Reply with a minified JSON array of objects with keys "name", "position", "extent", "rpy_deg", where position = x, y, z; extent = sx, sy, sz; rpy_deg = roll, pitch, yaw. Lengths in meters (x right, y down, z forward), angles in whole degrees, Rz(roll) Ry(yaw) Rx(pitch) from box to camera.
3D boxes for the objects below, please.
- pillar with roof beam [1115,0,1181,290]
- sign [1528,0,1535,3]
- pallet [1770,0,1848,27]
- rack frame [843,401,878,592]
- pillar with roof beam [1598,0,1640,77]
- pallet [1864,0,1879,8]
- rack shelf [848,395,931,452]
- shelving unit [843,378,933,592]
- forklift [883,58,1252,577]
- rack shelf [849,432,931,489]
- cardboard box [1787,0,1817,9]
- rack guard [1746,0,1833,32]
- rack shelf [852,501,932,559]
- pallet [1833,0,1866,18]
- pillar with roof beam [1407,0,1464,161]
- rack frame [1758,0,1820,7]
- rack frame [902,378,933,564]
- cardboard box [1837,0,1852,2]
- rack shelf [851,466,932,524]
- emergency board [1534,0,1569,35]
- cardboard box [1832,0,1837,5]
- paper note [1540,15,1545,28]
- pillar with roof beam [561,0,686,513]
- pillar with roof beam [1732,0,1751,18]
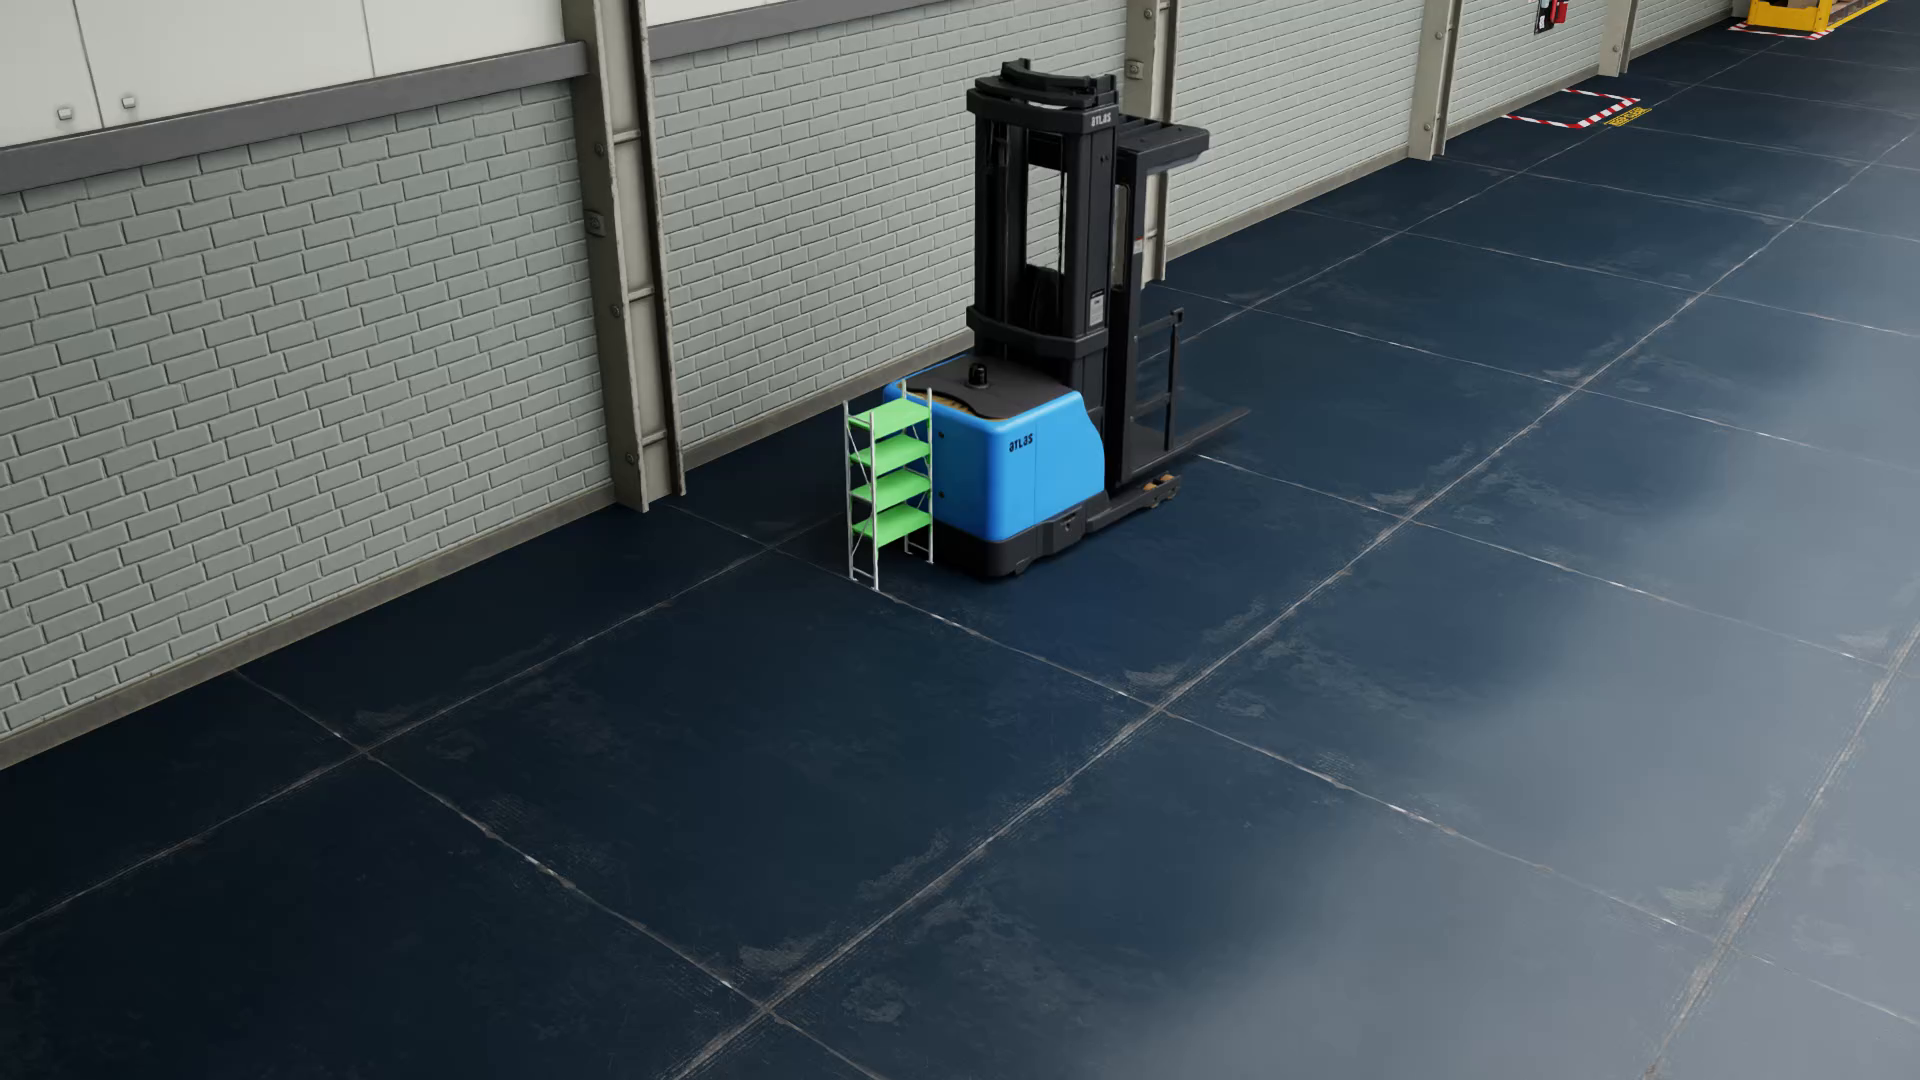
[{"name":"pillar with roof beam","position":[5.004,-5.163,11.069],"extent":[9.100,9.000,0.400],"rpy_deg":[21,34,34]},{"name":"sign","position":[7.282,-6.997,21.103],"extent":[0.001,0.329,0.234],"rpy_deg":[21,34,34]},{"name":"pallet","position":[13.946,-8.704,27.477],"extent":[1.003,0.211,1.213],"rpy_deg":[21,34,34]},{"name":"rack frame","position":[-0.599,-0.253,10.066],"extent":[0.240,1.200,0.015],"rpy_deg":[23,35,37]},{"name":"pillar with roof beam","position":[12.637,-9.418,19.294],"extent":[9.100,9.000,0.400],"rpy_deg":[21,34,34]},{"name":"pallet","position":[15.498,-9.569,29.150],"extent":[1.003,0.211,1.213],"rpy_deg":[21,34,34]},{"name":"rack shelf","position":[-0.432,-0.705,10.033],"extent":[0.258,0.148,0.480],"rpy_deg":[23,35,37]},{"name":"shelving unit","position":[-0.432,-0.335,10.224],"extent":[0.258,1.200,0.503],"rpy_deg":[23,35,37]},{"name":"forklift","position":[0.874,-1.662,10.906],"extent":[1.130,2.935,3.031],"rpy_deg":[23,35,37]},{"name":"rack shelf","position":[-0.432,-0.492,10.143],"extent":[0.258,0.148,0.480],"rpy_deg":[23,35,37]},{"name":"cardboard box","position":[13.863,-8.858,27.188],"extent":[0.500,0.311,0.500],"rpy_deg":[17,32,29]},{"name":"rack guard","position":[13.402,-8.555,26.874],"extent":[1.175,0.500,0.348],"rpy_deg":[21,34,34]},{"name":"rack shelf","position":[-0.432,-0.065,10.364],"extent":[0.258,0.148,0.480],"rpy_deg":[23,35,37]},{"name":"pallet","position":[14.722,-9.135,28.310],"extent":[1.003,0.211,1.213],"rpy_deg":[21,34,34]},{"name":"pillar with roof beam","position":[8.820,-7.291,15.181],"extent":[9.100,9.000,0.400],"rpy_deg":[21,34,34]},{"name":"rack frame","position":[13.353,-9.638,26.248],"extent":[1.000,3.000,0.127],"rpy_deg":[21,34,34]},{"name":"rack frame","position":[-0.265,-0.417,10.382],"extent":[0.240,1.200,0.015],"rpy_deg":[23,35,37]},{"name":"cardboard box","position":[14.731,-9.390,28.010],"extent":[0.700,0.500,0.500],"rpy_deg":[18,33,31]},{"name":"rack shelf","position":[-0.432,-0.278,10.253],"extent":[0.258,0.148,0.480],"rpy_deg":[23,35,37]},{"name":"emergency board","position":[7.714,-7.147,21.432],"extent":[0.194,1.169,0.643],"rpy_deg":[21,34,34]},{"name":"cardboard box","position":[14.226,-9.060,27.579],"extent":[0.500,0.311,0.500],"rpy_deg":[24,36,38]},{"name":"paper note","position":[7.548,-6.713,21.552],"extent":[0.016,0.148,0.142],"rpy_deg":[21,34,34]},{"name":"pillar with roof beam","position":[1.187,-3.036,6.957],"extent":[9.100,9.000,0.400],"rpy_deg":[21,34,34]},{"name":"pillar with roof beam","position":[16.453,-11.545,23.406],"extent":[9.100,9.000,0.400],"rpy_deg":[21,34,34]}]
